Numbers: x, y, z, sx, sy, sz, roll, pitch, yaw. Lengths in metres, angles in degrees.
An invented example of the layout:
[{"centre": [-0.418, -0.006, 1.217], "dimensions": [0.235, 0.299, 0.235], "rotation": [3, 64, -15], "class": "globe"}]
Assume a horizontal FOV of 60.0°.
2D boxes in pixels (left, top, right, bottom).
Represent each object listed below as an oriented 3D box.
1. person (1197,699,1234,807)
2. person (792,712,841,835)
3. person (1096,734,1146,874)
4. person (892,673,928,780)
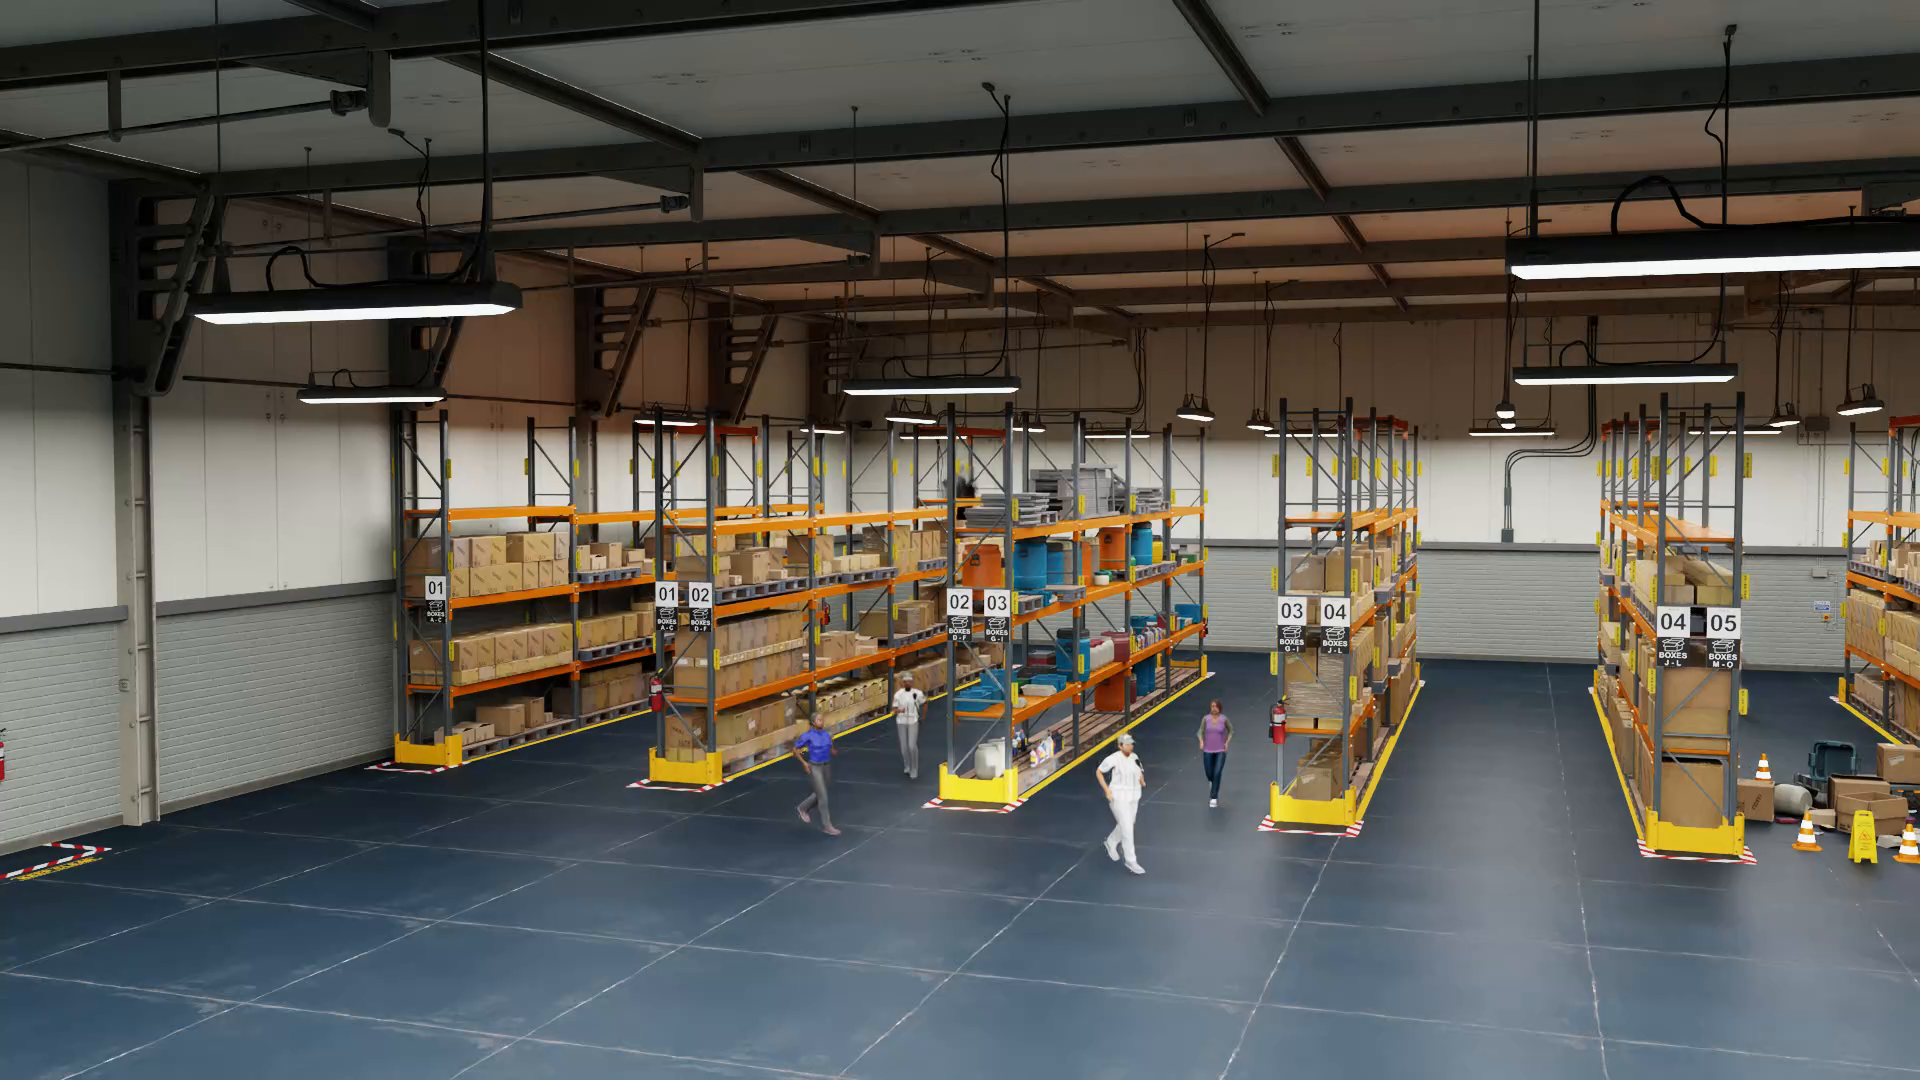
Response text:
[{"centre": [3.817, 3.162, 24.846], "dimensions": [0.542, 1.573, 0.694], "rotation": [1, 3, 13], "class": "person"}, {"centre": [-1.964, 3.180, 22.864], "dimensions": [0.931, 1.634, 0.581], "rotation": [2, 3, 40], "class": "person"}, {"centre": [2.054, 3.259, 20.847], "dimensions": [0.606, 1.679, 0.866], "rotation": [-2, 3, -37], "class": "person"}, {"centre": [-0.823, 3.007, 26.924], "dimensions": [0.541, 1.735, 0.718], "rotation": [0, 2, 9], "class": "person"}]
